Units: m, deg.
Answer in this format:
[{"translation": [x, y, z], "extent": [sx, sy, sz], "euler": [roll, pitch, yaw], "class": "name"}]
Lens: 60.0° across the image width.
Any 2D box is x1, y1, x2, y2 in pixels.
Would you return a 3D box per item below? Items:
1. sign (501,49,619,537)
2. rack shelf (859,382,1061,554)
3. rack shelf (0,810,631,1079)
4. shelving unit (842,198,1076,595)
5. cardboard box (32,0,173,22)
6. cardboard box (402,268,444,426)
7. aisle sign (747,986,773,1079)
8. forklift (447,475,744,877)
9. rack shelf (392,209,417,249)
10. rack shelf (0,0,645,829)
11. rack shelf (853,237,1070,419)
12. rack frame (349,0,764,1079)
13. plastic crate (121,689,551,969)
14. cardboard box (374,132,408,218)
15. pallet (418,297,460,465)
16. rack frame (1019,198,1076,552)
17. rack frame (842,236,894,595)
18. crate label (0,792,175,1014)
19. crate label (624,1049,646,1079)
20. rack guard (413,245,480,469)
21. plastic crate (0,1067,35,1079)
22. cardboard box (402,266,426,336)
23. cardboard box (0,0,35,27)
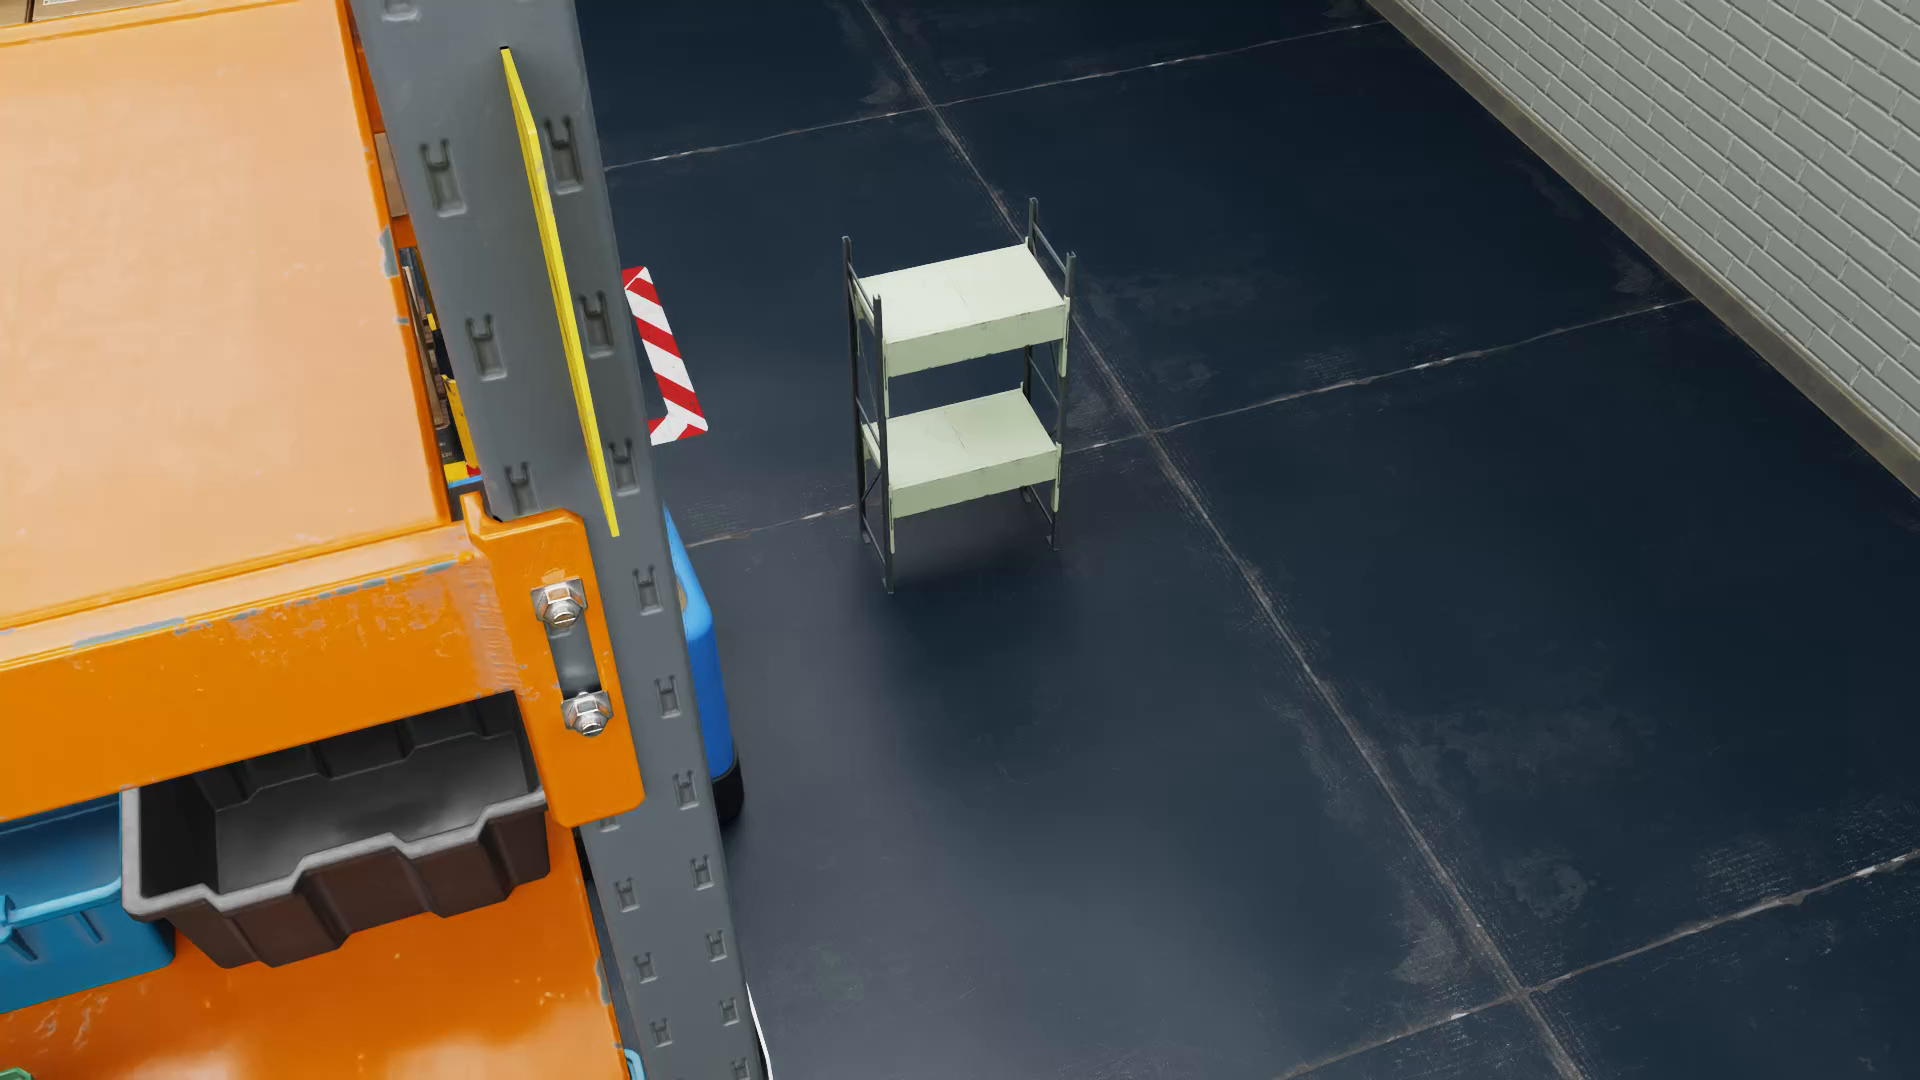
[{"translation": [-0.257, -0.148, 1.082], "extent": [0.005, 0.325, 0.100], "euler": [-14, 47, -14], "class": "sign"}, {"translation": [-0.006, -0.298, 6.757], "extent": [0.720, 0.370, 0.431], "euler": [-14, 47, -14], "class": "rack shelf"}, {"translation": [-2.340, 1.169, 2.167], "extent": [4.000, 0.370, 1.077], "euler": [-14, 47, -14], "class": "rack shelf"}, {"translation": [-0.006, -0.528, 6.526], "extent": [0.755, 1.500, 0.431], "euler": [-14, 47, -14], "class": "shelving unit"}, {"translation": [-2.938, -1.784, 5.943], "extent": [0.500, 0.500, 0.500], "euler": [-13, 47, -13], "class": "cardboard box"}, {"translation": [-2.565, -0.786, 7.179], "extent": [0.500, 0.500, 0.500], "euler": [-14, 47, -14], "class": "cardboard box"}, {"translation": [-0.292, 0.753, 2.356], "extent": [0.004, 0.787, 0.394], "euler": [-14, 47, -14], "class": "aisle sign"}, {"translation": [-2.348, 0.067, 4.923], "extent": [3.031, 2.935, 1.130], "euler": [-17, 47, -16], "class": "forklift"}, {"translation": [-4.019, -1.073, 6.519], "extent": [4.000, 0.370, 1.077], "euler": [-14, 47, -14], "class": "rack shelf"}, {"translation": [-2.340, 0.251, 1.246], "extent": [4.000, 0.370, 1.077], "euler": [-14, 47, -14], "class": "rack shelf"}, {"translation": [-0.006, -0.803, 6.250], "extent": [0.720, 0.370, 0.431], "euler": [-14, 47, -14], "class": "rack shelf"}, {"translation": [-0.459, -0.625, 1.329], "extent": [0.127, 3.000, 1.000], "euler": [-14, 47, -14], "class": "rack frame"}, {"translation": [-0.916, 0.387, 2.530], "extent": [0.590, 0.269, 0.497], "euler": [-14, 47, -14], "class": "plastic crate"}, {"translation": [-2.466, -1.554, 6.420], "extent": [0.500, 0.500, 0.500], "euler": [-13, 47, -13], "class": "cardboard box"}, {"translation": [-2.959, -0.613, 7.521], "extent": [1.213, 0.211, 1.003], "euler": [-14, 47, -14], "class": "pallet"}, {"translation": [0.338, -0.616, 6.614], "extent": [0.023, 1.500, 0.400], "euler": [-14, 47, -14], "class": "rack frame"}, {"translation": [-0.351, -0.440, 6.439], "extent": [0.023, 1.500, 0.400], "euler": [-14, 47, -14], "class": "rack frame"}, {"translation": [-1.437, 0.493, 2.437], "extent": [0.502, 0.251, 0.408], "euler": [-14, 47, -14], "class": "crate label"}, {"translation": [-0.803, 1.371, 3.651], "extent": [0.303, 0.233, 0.416], "euler": [-14, 47, -14], "class": "crate label"}, {"translation": [-2.209, -0.907, 7.611], "extent": [0.348, 0.500, 1.175], "euler": [-14, 47, -14], "class": "rack guard"}, {"translation": [-1.290, 0.936, 2.040], "extent": [0.336, 0.188, 0.450], "euler": [-14, 47, -14], "class": "plastic crate"}, {"translation": [-2.648, -1.085, 7.725], "extent": [0.250, 0.149, 0.380], "euler": [-14, 47, -14], "class": "cardboard box"}, {"translation": [-3.424, -1.656, 5.816], "extent": [0.500, 0.500, 0.500], "euler": [-13, 47, -13], "class": "cardboard box"}]
